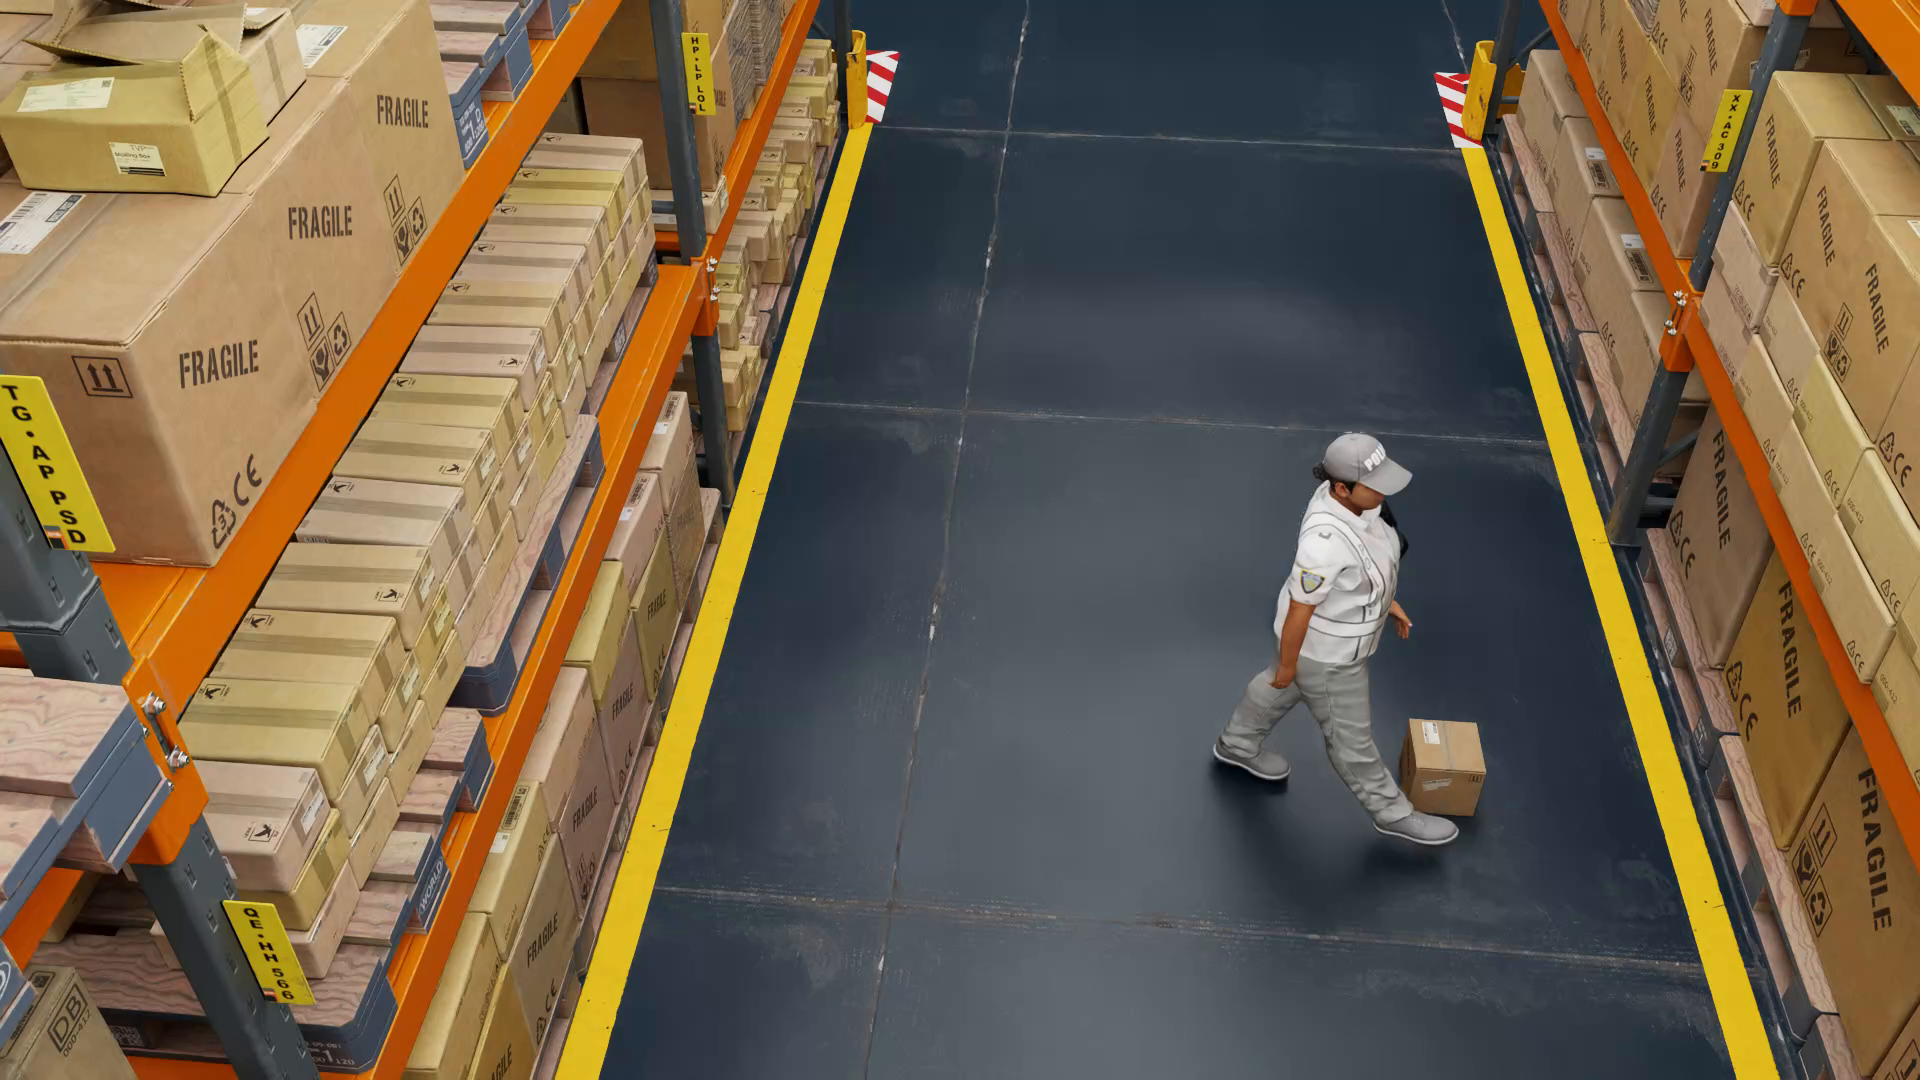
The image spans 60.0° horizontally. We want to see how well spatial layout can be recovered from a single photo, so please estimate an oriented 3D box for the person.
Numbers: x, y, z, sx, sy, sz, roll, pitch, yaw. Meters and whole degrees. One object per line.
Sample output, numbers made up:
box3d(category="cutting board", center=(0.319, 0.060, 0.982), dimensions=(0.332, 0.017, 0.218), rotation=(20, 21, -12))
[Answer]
box3d(category="person", center=(1.403, 0.324, 5.755), dimensions=(0.926, 1.626, 0.485), rotation=(12, 42, 13))
